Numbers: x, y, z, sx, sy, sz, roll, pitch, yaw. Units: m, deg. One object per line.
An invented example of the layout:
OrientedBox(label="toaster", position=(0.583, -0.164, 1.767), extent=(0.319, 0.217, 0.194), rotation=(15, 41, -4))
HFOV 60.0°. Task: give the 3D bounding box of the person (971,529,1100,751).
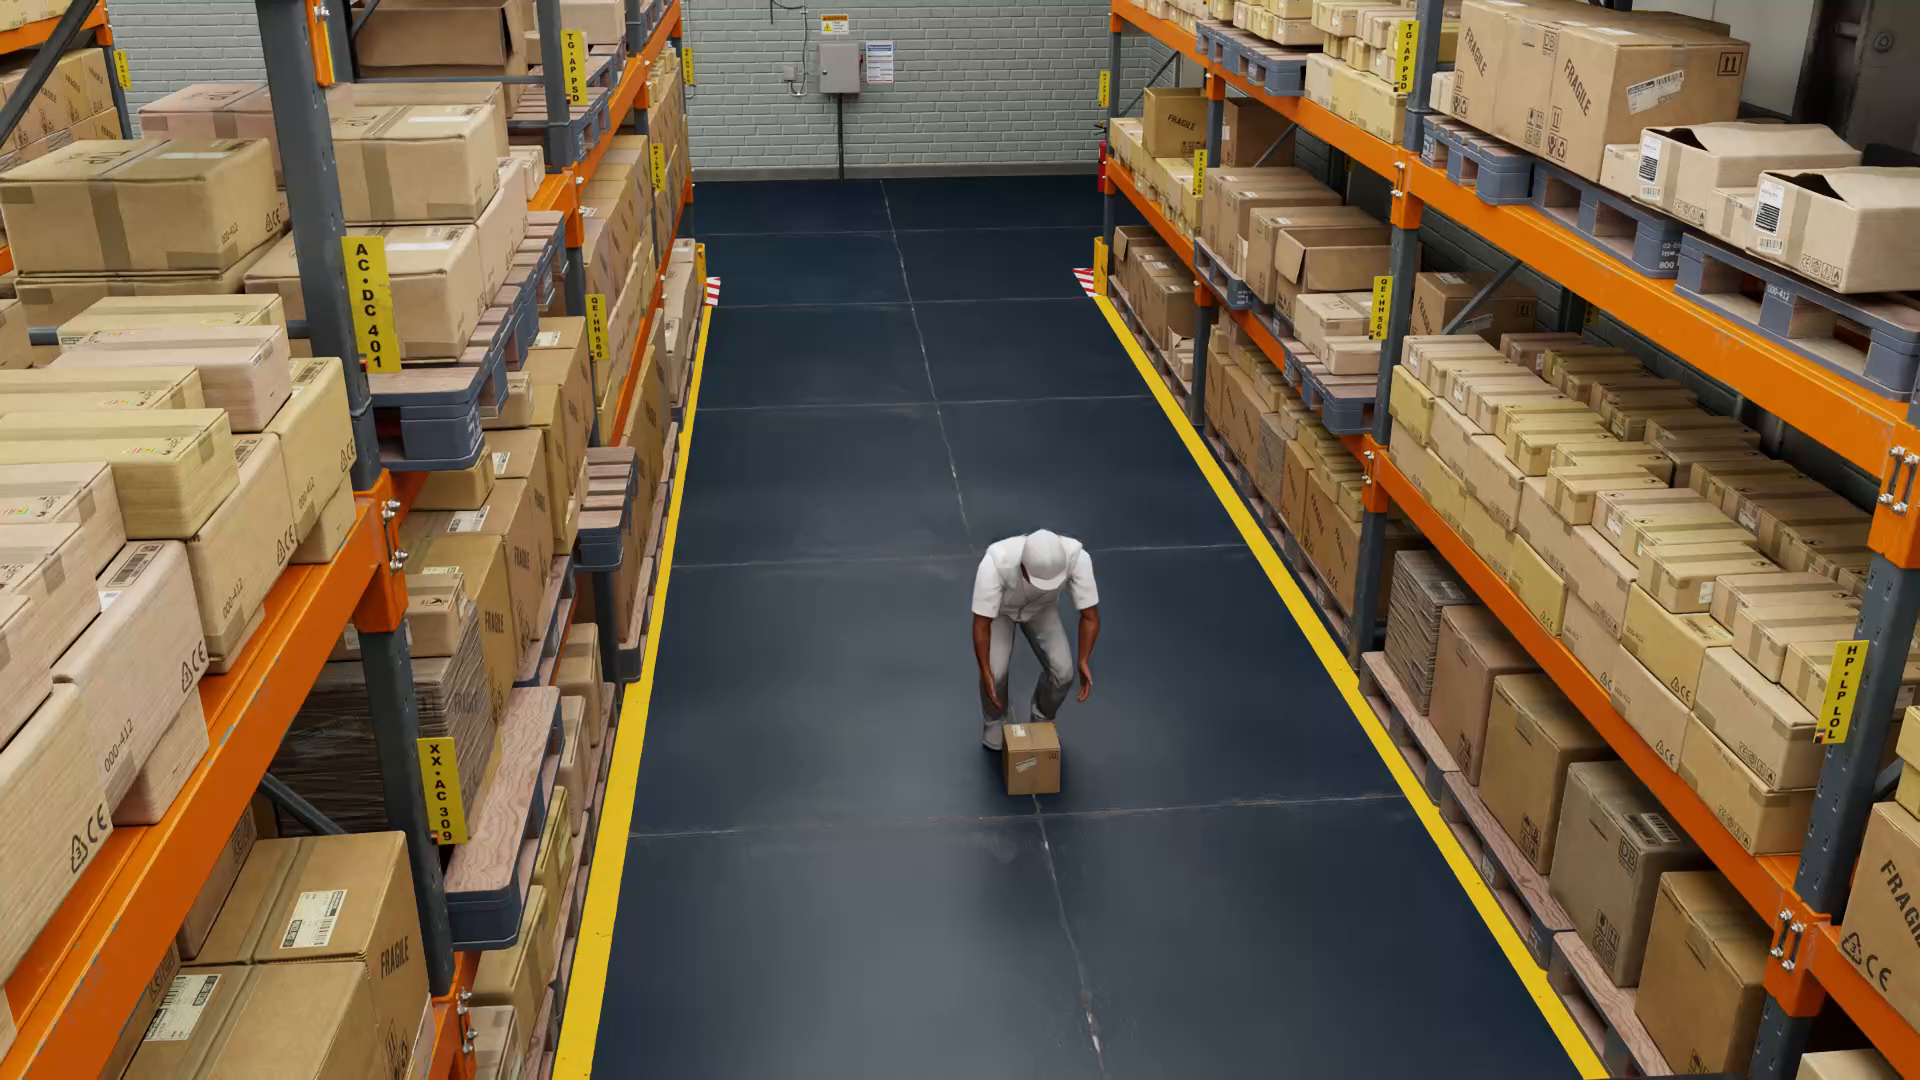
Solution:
OrientedBox(label="person", position=(0.354, 0.432, 8.185), extent=(0.627, 1.283, 0.817), rotation=(-2, 24, -5))
